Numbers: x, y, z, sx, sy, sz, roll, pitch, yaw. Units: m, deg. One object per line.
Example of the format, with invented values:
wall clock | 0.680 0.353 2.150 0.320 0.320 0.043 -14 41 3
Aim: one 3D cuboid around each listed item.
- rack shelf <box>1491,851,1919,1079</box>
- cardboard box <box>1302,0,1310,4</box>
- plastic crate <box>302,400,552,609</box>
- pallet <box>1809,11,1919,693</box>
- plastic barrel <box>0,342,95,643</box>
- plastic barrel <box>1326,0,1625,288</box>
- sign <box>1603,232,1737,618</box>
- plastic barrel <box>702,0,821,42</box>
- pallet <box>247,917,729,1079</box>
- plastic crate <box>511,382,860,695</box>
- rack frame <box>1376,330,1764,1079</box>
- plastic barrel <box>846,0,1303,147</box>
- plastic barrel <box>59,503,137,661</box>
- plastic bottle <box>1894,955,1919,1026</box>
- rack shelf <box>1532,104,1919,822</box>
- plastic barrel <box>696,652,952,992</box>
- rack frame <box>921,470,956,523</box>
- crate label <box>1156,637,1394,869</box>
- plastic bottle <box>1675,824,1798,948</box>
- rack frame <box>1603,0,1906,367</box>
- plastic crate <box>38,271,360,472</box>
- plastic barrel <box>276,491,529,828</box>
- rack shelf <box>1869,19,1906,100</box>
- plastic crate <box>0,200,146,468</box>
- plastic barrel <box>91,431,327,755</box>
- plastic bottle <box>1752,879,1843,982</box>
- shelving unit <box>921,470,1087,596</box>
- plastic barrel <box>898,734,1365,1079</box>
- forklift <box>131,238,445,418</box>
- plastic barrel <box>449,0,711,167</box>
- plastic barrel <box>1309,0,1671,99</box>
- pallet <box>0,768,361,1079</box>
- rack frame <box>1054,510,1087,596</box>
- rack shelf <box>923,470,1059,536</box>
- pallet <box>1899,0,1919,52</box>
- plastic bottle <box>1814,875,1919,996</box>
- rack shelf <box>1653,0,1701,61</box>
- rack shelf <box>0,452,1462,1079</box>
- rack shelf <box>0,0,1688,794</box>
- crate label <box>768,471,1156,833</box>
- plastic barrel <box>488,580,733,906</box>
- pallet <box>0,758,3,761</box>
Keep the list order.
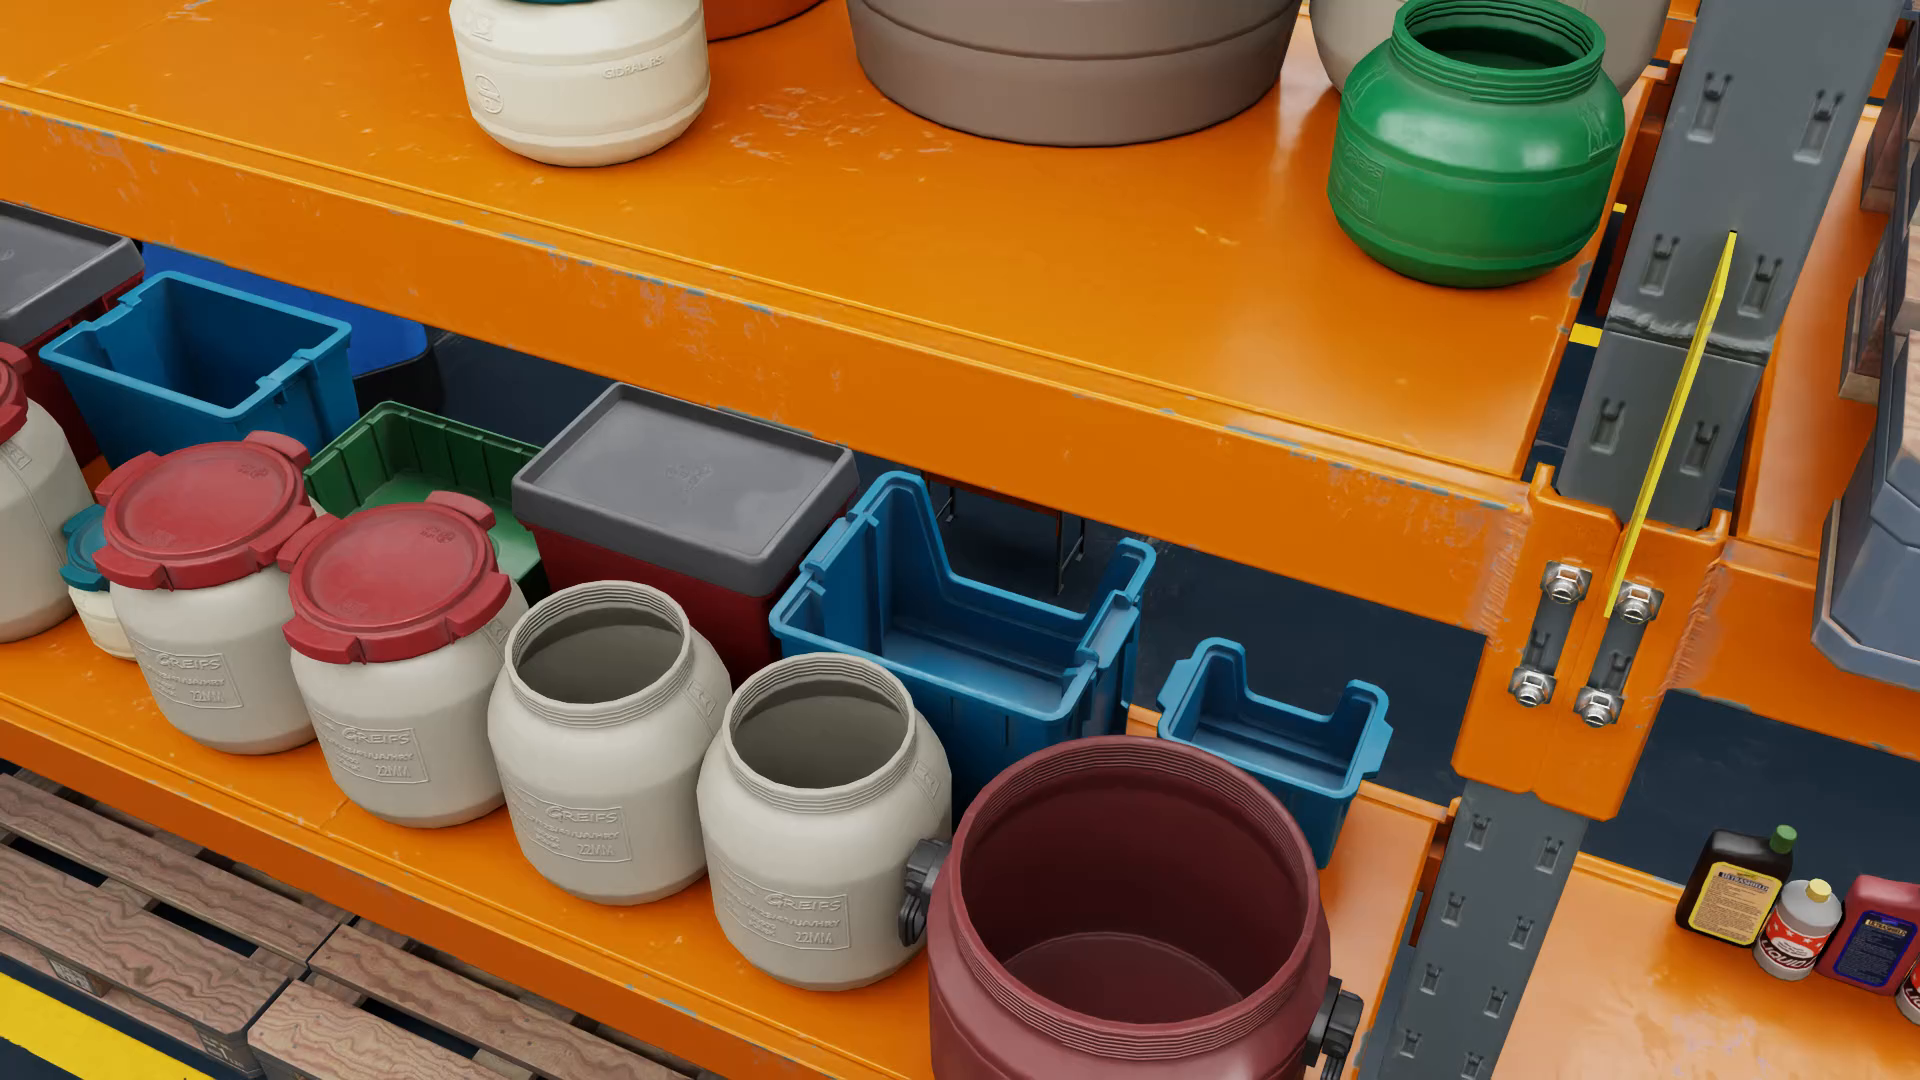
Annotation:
rack shelf | 2.611 1.507 2.271 4.000 0.370 1.077 17 44 19
cardboard box | 1.605 -2.192 7.339 0.500 0.311 0.500 16 43 17
plastic crate | -1.129 -0.032 3.658 0.662 0.188 0.450 17 44 19
pallet | 1.450 -0.111 1.442 1.213 0.211 1.003 17 44 19
plastic barrel | -2.052 -0.083 3.452 0.433 0.535 0.433 0 41 0
plastic barrel | 0.553 -0.432 1.786 0.294 0.245 0.294 0 41 0
sign | 0.572 -0.084 1.347 0.005 0.325 0.100 17 44 19
plastic barrel | -0.447 -1.152 2.171 0.708 0.830 0.600 17 44 19
pallet | -0.989 1.158 4.252 1.213 0.211 1.003 17 44 19
plastic crate | -0.537 0.028 3.379 0.583 0.464 0.402 17 44 19
rack frame | 0.798 0.681 2.674 0.127 3.000 1.000 17 44 19
plastic barrel | 0.146 -0.998 1.938 0.600 0.901 0.600 0 41 0
plastic barrel | -1.692 0.083 3.469 0.301 0.262 0.301 0 41 0
plastic bottle | 1.651 0.722 2.779 0.097 0.201 0.097 0 41 0
rack shelf | 2.611 0.373 1.288 4.000 0.370 1.077 17 44 19
plastic barrel | -0.224 0.481 2.820 0.421 0.512 0.421 0 41 0
rack frame | -0.071 -0.475 5.382 0.015 1.200 0.240 17 44 19
crate label | 0.575 0.405 3.120 0.416 0.233 0.303 17 44 19
plastic bottle | 1.345 0.584 2.875 0.133 0.283 0.061 17 44 19
rack frame | 0.798 -1.586 0.709 0.127 3.000 1.000 17 44 19
plastic crate | -1.695 -0.300 3.818 0.575 0.384 0.392 17 44 19
plastic barrel | -0.995 0.240 3.079 0.433 0.535 0.433 0 41 0
rack shelf | 4.709 -1.432 5.662 4.000 0.370 1.077 17 44 19
plastic crate | -2.258 -0.498 3.986 0.583 0.464 0.402 17 44 19
plastic barrel | -1.387 0.120 3.217 0.433 0.535 0.433 0 41 0
plastic bottle | 1.442 0.658 2.853 0.097 0.201 0.097 0 41 0
shelving unit | 0.150 -0.408 5.304 0.503 1.200 0.258 17 44 19
plastic barrel | 0.250 0.681 2.570 0.708 0.536 0.600 17 44 19
forklift | -3.462 -1.327 5.044 3.031 2.935 1.130 -22 46 -23
plastic barrel | -0.453 -0.614 1.983 0.301 0.262 0.301 0 41 0
plastic barrel | 0.646 -0.763 1.964 0.421 0.512 0.421 0 41 0
pallet | -2.098 0.821 4.641 1.213 0.211 1.003 17 44 19
rack frame | 0.371 -0.340 5.226 0.015 1.200 0.240 17 44 19
rack shelf | 0.150 -0.207 5.478 0.480 0.148 0.258 17 44 19
pallet | 3.540 -2.039 5.959 1.003 0.211 1.213 17 44 19
plastic bottle | 1.554 0.648 2.802 0.133 0.283 0.061 17 44 19
rack shelf | 1.084 -2.540 6.940 4.000 0.370 1.077 17 44 19
rack shelf | -1.014 0.399 3.549 4.000 0.370 1.077 17 44 19
rack shelf | -1.014 -0.734 2.566 4.000 0.370 1.077 17 44 19
crate label | 0.012 0.232 3.165 0.616 0.435 0.502 17 44 19
plastic barrel | -0.606 0.364 2.954 0.421 0.512 0.421 0 41 0
pallet | -3.418 0.416 5.109 1.213 0.211 1.003 17 44 19
